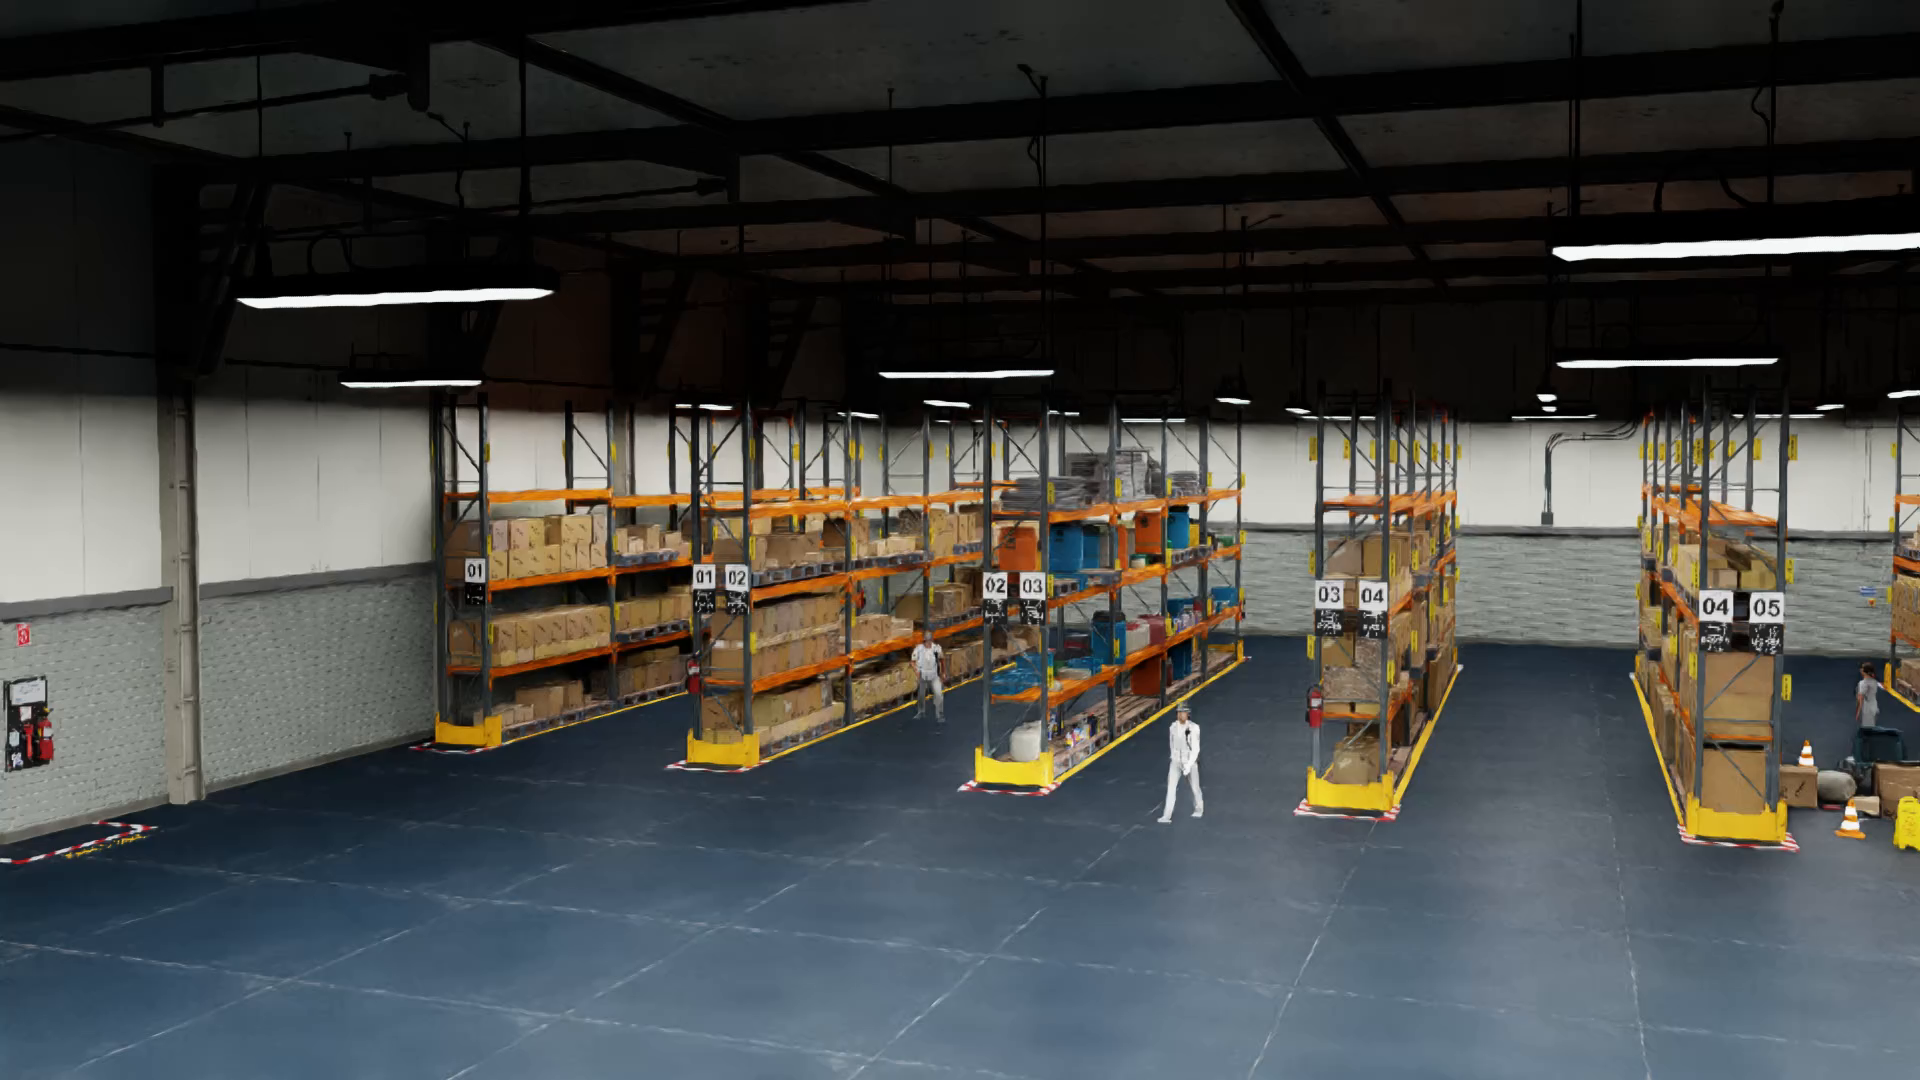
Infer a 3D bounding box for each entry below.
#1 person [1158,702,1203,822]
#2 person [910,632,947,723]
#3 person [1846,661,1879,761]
[{"bbox_3d":[3.005,2.976,22.465,0.427,1.621,0.997,2,3,28],"label":"person"},{"bbox_3d":[-0.569,2.509,30.760,0.700,1.690,0.863,0,3,3],"label":"person"},{"bbox_3d":[14.357,2.744,26.403,0.563,1.666,0.573,-3,4,-40],"label":"person"}]
